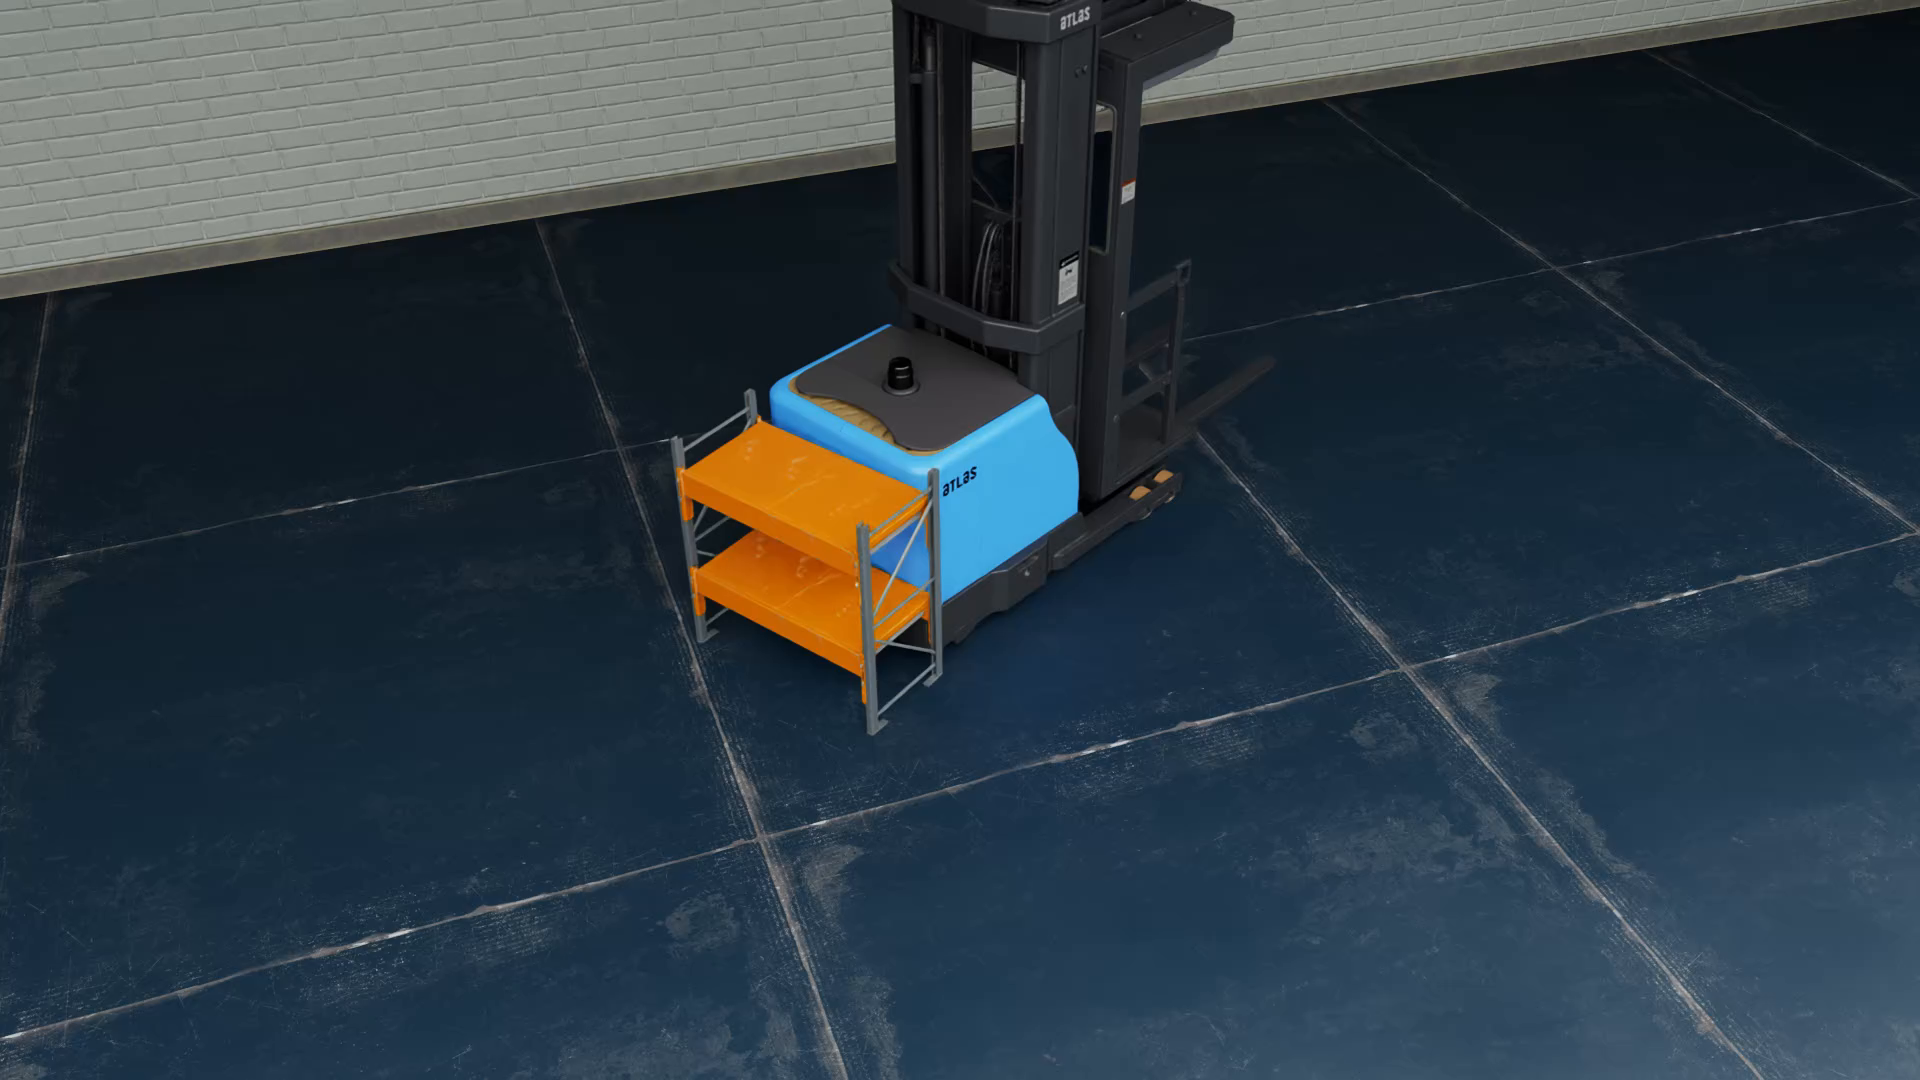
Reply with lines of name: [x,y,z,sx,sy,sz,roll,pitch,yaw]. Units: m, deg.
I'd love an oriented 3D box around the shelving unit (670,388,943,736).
shelving unit: [-0.650,0.090,7.251,1.048,1.125,0.538,24,44,29]

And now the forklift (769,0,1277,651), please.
forklift: [0.496,-1.464,7.818,1.130,2.935,3.031,29,46,33]

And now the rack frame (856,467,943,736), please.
rack frame: [-0.243,0.274,7.007,0.032,1.125,0.500,24,44,29]

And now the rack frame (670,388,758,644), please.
rack frame: [-1.057,-0.093,7.494,0.032,1.125,0.500,24,44,29]

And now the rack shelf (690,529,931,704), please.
rack shelf: [-0.648,0.284,7.399,1.000,0.278,0.538,24,44,29]

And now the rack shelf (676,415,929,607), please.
rack shelf: [-0.652,-0.142,7.073,1.000,0.278,0.538,24,44,29]
